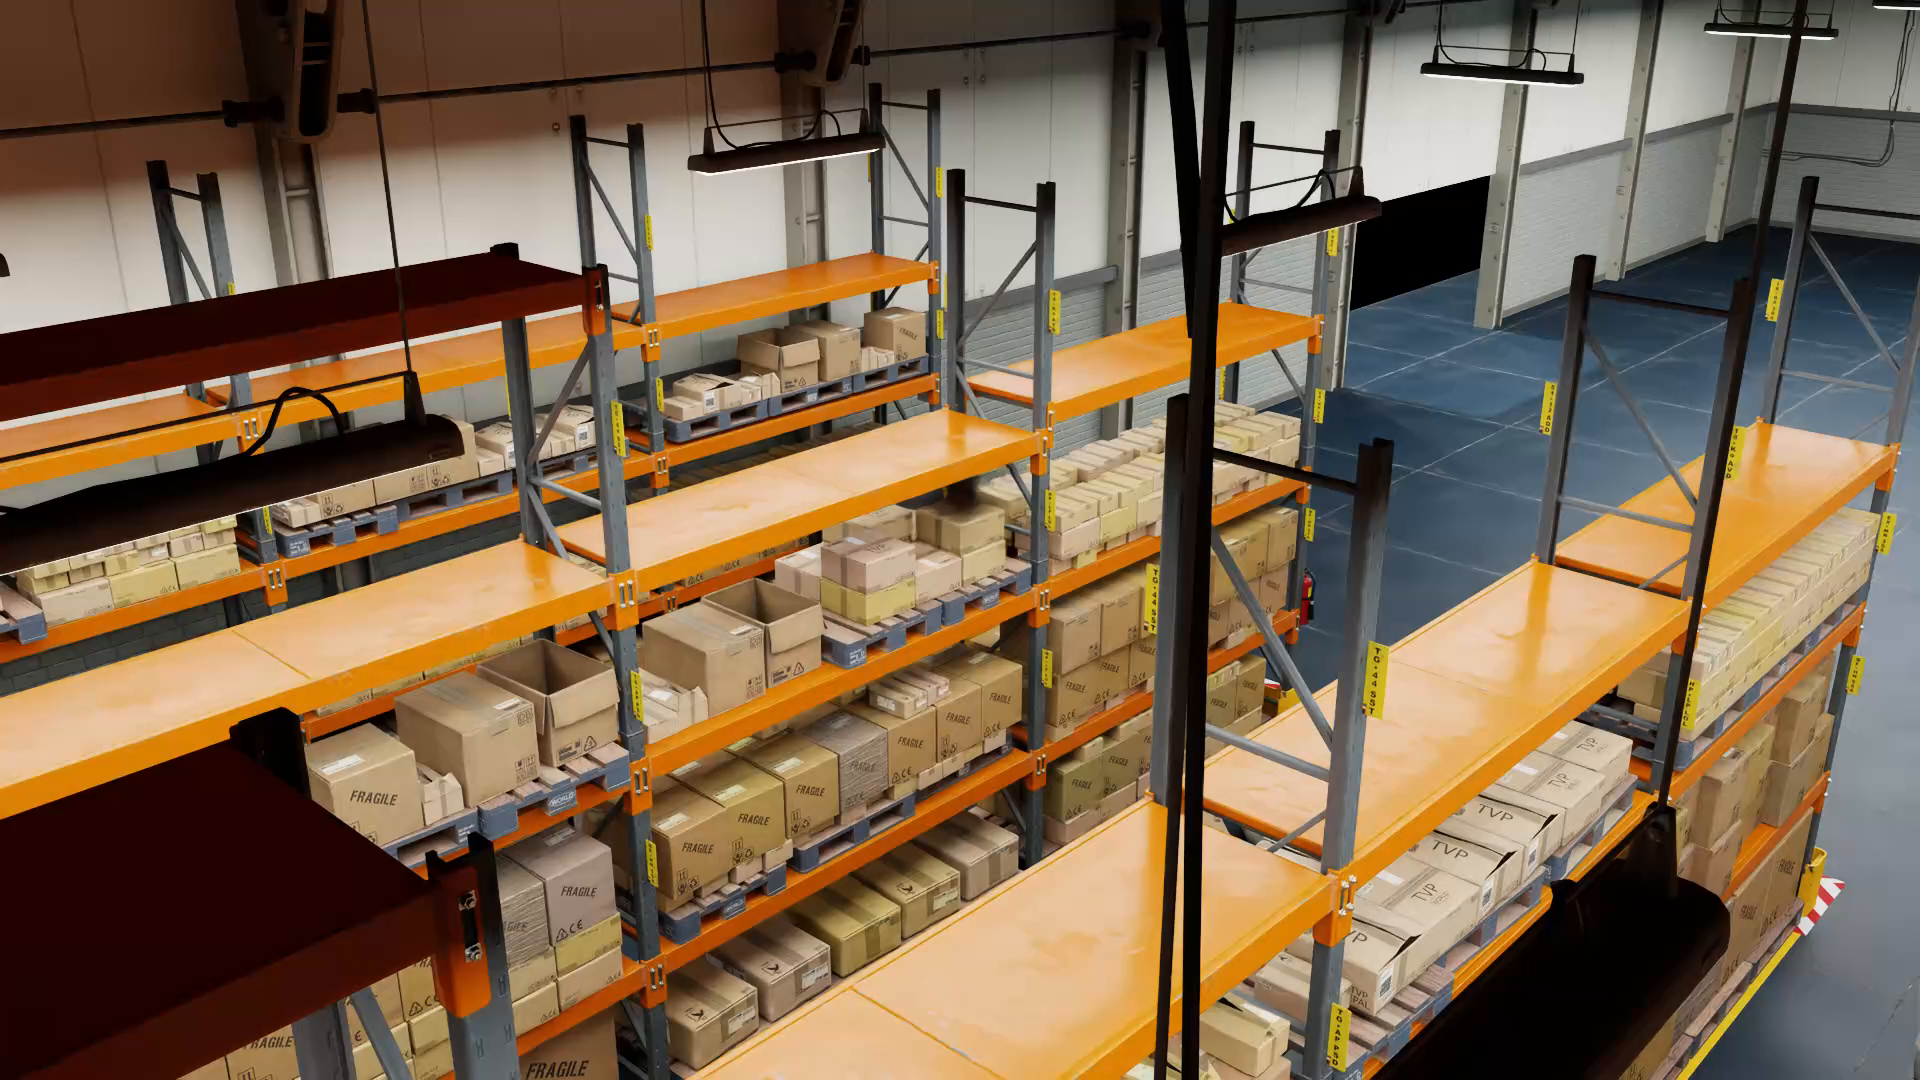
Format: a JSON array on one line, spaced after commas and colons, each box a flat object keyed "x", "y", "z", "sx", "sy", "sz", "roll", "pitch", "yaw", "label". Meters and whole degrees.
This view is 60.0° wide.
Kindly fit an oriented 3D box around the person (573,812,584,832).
[{"x": -3.046, "y": 2.416, "z": 13.480, "sx": 0.520, "sy": 1.674, "sz": 0.345, "roll": -18, "pitch": 27, "yaw": -38, "label": "person"}]
